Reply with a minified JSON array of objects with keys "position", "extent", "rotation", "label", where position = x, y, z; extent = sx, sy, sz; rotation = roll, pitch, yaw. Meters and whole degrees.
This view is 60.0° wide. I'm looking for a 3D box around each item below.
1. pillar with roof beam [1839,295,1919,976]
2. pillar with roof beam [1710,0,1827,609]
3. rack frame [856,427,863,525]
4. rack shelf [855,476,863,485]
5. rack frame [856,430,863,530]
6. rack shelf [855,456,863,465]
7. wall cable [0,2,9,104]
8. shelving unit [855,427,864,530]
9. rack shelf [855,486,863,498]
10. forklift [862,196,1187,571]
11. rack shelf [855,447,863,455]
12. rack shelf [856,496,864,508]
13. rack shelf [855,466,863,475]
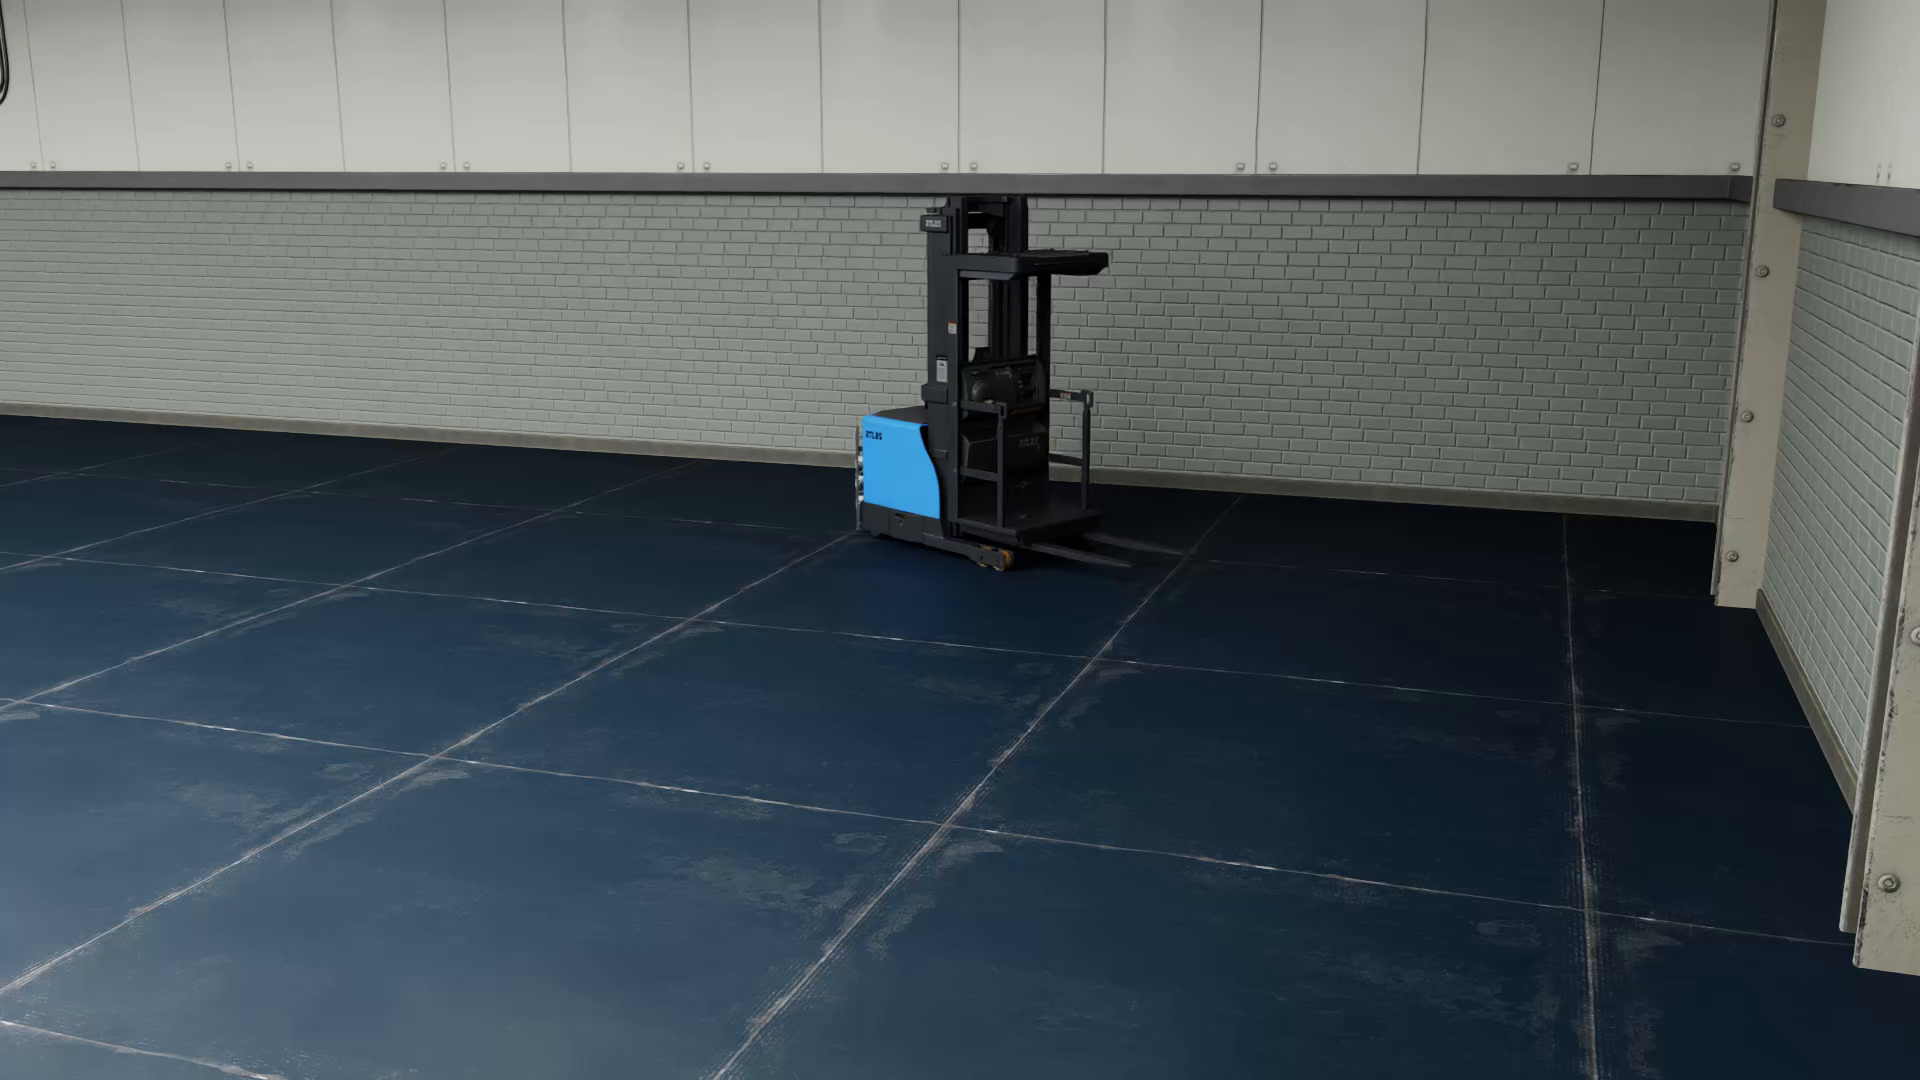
[{"position":[-0.194,-2.978,7.311],"extent":[9.100,9.000,0.400],"rotation":[4,14,18],"label":"pillar with roof beam"},{"position":[1.748,-4.241,12.846],"extent":[9.100,9.000,0.400],"rotation":[4,14,18],"label":"pillar with roof beam"},{"position":[-0.810,-0.578,14.999],"extent":[0.240,0.900,0.006],"rotation":[0,13,-2],"label":"rack frame"},{"position":[-0.806,-0.523,14.908],"extent":[0.258,0.077,0.200],"rotation":[0,13,-2],"label":"rack shelf"},{"position":[-0.803,-0.533,14.801],"extent":[0.240,0.900,0.006],"rotation":[0,13,-2],"label":"rack frame"},{"position":[-0.806,-0.699,14.868],"extent":[0.258,0.077,0.200],"rotation":[0,13,-2],"label":"rack shelf"},{"position":[-12.802,-7.695,20.337],"extent":[2.305,6.003,0.169],"rotation":[4,14,18],"label":"wall cable"},{"position":[-0.806,-0.556,14.900],"extent":[0.258,0.900,0.210],"rotation":[0,13,-2],"label":"shelving unit"},{"position":[-0.806,-0.435,14.928],"extent":[0.258,0.077,0.200],"rotation":[0,13,-2],"label":"rack shelf"},{"position":[0.510,-1.305,13.618],"extent":[1.130,2.935,3.031],"rotation":[-12,17,-42],"label":"forklift"},{"position":[-0.806,-0.786,14.848],"extent":[0.258,0.077,0.200],"rotation":[0,13,-2],"label":"rack shelf"},{"position":[-0.806,-0.348,14.948],"extent":[0.258,0.077,0.200],"rotation":[0,13,-2],"label":"rack shelf"},{"position":[-0.806,-0.611,14.888],"extent":[0.258,0.077,0.200],"rotation":[0,13,-2],"label":"rack shelf"}]
